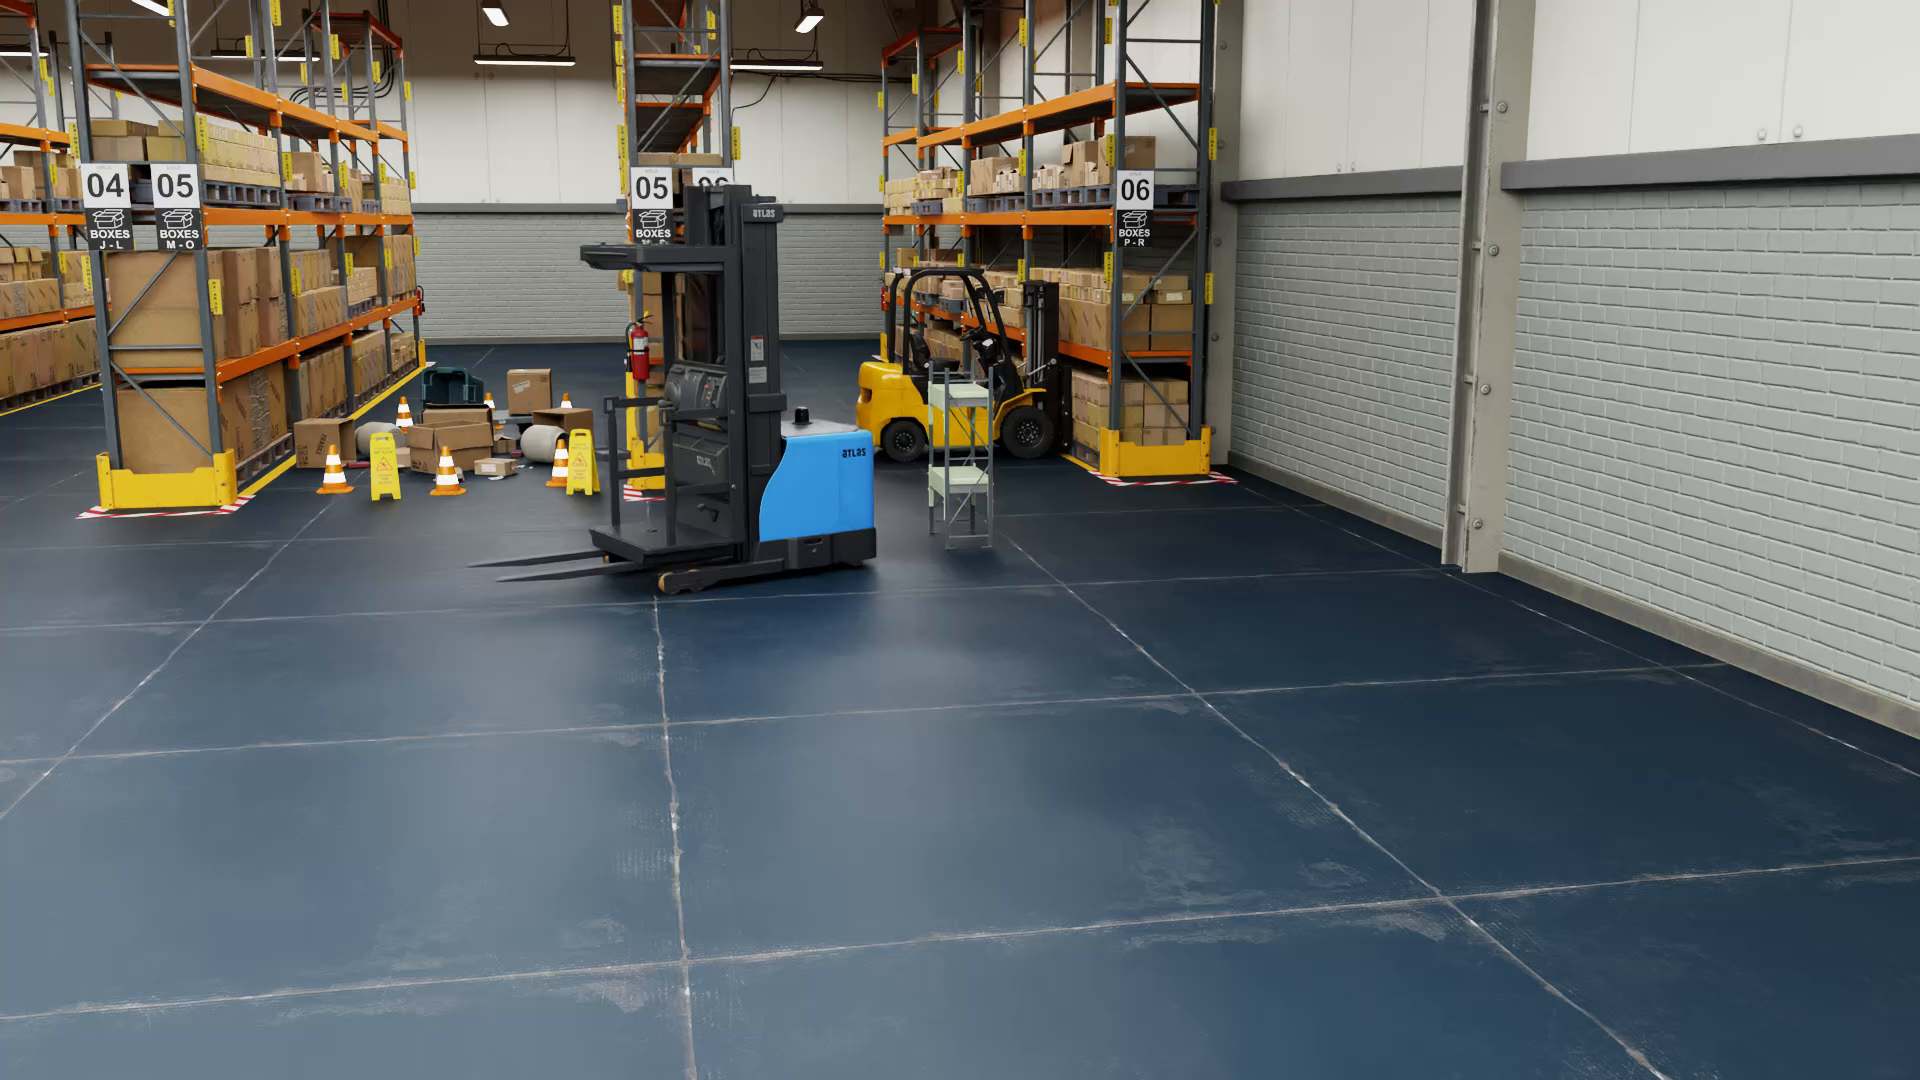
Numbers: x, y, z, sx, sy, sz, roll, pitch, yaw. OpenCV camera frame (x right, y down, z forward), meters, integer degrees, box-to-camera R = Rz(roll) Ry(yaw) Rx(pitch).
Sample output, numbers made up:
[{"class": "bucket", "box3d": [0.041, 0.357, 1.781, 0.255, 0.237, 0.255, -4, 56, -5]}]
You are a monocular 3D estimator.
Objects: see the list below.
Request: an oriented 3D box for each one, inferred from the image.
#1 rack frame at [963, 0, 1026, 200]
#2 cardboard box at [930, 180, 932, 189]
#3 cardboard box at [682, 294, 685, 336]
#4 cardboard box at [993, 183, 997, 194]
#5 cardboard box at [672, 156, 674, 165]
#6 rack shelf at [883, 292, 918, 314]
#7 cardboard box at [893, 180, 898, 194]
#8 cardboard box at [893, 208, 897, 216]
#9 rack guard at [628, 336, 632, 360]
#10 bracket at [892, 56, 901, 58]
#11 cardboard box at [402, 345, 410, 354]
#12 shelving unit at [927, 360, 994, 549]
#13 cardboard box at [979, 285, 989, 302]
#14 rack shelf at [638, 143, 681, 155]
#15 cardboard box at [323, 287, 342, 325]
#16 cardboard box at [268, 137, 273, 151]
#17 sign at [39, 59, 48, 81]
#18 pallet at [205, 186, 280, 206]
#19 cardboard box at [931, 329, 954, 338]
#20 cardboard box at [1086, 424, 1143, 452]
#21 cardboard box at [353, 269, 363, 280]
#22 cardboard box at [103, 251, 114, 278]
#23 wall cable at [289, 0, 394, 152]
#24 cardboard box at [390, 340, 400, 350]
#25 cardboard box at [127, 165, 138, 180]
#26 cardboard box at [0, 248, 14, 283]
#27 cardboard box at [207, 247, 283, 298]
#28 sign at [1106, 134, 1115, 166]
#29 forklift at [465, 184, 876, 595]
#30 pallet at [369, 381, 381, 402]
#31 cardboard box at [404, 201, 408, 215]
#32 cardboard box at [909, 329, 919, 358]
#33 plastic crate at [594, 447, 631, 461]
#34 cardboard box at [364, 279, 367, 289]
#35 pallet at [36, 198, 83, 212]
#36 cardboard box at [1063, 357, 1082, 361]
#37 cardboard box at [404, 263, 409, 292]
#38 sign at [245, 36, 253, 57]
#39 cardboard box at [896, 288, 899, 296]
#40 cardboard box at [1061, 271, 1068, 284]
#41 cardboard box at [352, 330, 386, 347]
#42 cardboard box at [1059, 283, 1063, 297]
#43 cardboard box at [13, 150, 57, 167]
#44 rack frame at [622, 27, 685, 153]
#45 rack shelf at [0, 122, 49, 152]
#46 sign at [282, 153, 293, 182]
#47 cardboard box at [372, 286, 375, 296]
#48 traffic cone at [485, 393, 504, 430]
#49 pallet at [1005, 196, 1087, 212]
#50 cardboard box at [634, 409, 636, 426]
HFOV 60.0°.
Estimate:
[{"class": "rack frame", "box3d": [0.548, -6.615, 24.887, 1.000, 3.000, 0.127, -2, 11, -11]}, {"class": "cardboard box", "box3d": [-0.285, -5.849, 27.368, 0.380, 0.149, 0.250, -2, 11, -11]}, {"class": "cardboard box", "box3d": [-2.789, -2.500, 18.248, 0.500, 0.500, 0.500, -2, 11, -12]}, {"class": "cardboard box", "box3d": [0.664, -4.872, 23.032, 0.380, 0.149, 0.250, -2, 11, -12]}, {"class": "cardboard box", "box3d": [-3.199, -3.956, 17.477, 0.380, 0.149, 0.250, -2, 11, -11]}, {"class": "rack shelf", "box3d": [-0.619, -4.415, 31.296, 1.077, 0.370, 4.000, -2, 11, -11]}, {"class": "cardboard box", "box3d": [-0.977, -6.651, 31.365, 0.500, 0.250, 0.500, -2, 11, -12]}, {"class": "cardboard box", "box3d": [-1.059, -6.227, 31.539, 0.380, 0.149, 0.250, -2, 11, -11]}, {"class": "rack guard", "box3d": [-5.881, -3.731, 32.461, 1.175, 0.500, 0.348, -2, 11, -11]}, {"class": "bracket", "box3d": [-1.621, -10.954, 38.054, 0.076, 0.066, 5.218, -2, 11, -11]}, {"class": "cardboard box", "box3d": [-10.114, -3.432, 29.910, 0.380, 0.149, 0.250, -2, 11, -10]}, {"class": "shelving unit", "box3d": [0.001, -0.736, 14.050, 0.431, 1.500, 0.755, -2, 11, -11]}, {"class": "cardboard box", "box3d": [0.575, -3.562, 23.950, 0.500, 0.250, 0.500, -2, 11, -12]}, {"class": "rack shelf", "box3d": [-5.488, -6.985, 29.821, 1.077, 0.370, 4.000, -2, 11, -11]}, {"class": "cardboard box", "box3d": [-8.710, -3.173, 22.580, 0.500, 0.500, 0.500, -2, 11, -11]}, {"class": "cardboard box", "box3d": [-7.946, -4.450, 18.683, 0.380, 0.149, 0.250, -2, 11, -11]}, {"class": "sign", "box3d": [-14.289, -7.327, 25.916, 0.100, 0.325, 0.005, -2, 11, -11]}, {"class": "pallet", "box3d": [-8.230, -3.835, 18.535, 1.003, 0.211, 1.213, -2, 11, -11]}, {"class": "cardboard box", "box3d": [-0.292, -3.576, 28.787, 0.380, 0.149, 0.250, -2, 11, -13]}, {"class": "cardboard box", "box3d": [1.702, -1.131, 18.349, 0.500, 0.250, 0.500, -2, 11, -11]}, {"class": "cardboard box", "box3d": [-9.412, -4.092, 25.630, 0.380, 0.149, 0.250, -3, 11, -14]}, {"class": "cardboard box", "box3d": [-15.245, -4.955, 29.808, 0.500, 0.500, 0.500, -2, 11, -10]}, {"class": "wall cable", "box3d": [-13.316, -10.284, 35.556, 2.277, 5.999, 0.120, -2, 11, -11]}, {"class": "cardboard box", "box3d": [-9.934, -3.385, 28.869, 0.380, 0.149, 0.250, -2, 11, -10]}, {"class": "cardboard box", "box3d": [-7.998, -3.476, 15.694, 0.380, 0.149, 0.250, -2, 11, -11]}, {"class": "cardboard box", "box3d": [-14.429, -4.046, 24.480, 0.797, 0.503, 0.637, -2, 11, -9]}, {"class": "cardboard box", "box3d": [-8.119, -2.994, 18.613, 0.875, 0.550, 0.550, -2, 11, -11]}, {"class": "sign", "box3d": [1.569, -4.054, 17.293, 0.100, 0.325, 0.005, -2, 11, -11]}, {"class": "forklift", "box3d": [-2.160, -1.151, 12.405, 3.031, 2.935, 1.130, -7, 13, -34]}, {"class": "pallet", "box3d": [-9.541, -2.285, 25.640, 1.003, 0.211, 1.213, -2, 11, -11]}, {"class": "cardboard box", "box3d": [-10.258, -5.989, 30.017, 0.500, 0.250, 0.500, -2, 11, -11]}, {"class": "cardboard box", "box3d": [-0.652, -3.650, 30.912, 0.700, 0.500, 0.500, -3, 11, -13]}, {"class": "plastic crate", "box3d": [-4.042, -1.002, 19.245, 0.402, 0.080, 0.583, -6, 13, -31]}, {"class": "cardboard box", "box3d": [-9.459, -3.994, 25.911, 0.380, 0.149, 0.250, -3, 11, -14]}, {"class": "pallet", "box3d": [-14.968, -5.441, 26.975, 1.003, 0.211, 1.213, -2, 11, -11]}, {"class": "cardboard box", "box3d": [1.611, -2.198, 21.280, 0.500, 0.250, 0.500, -2, 11, -10]}, {"class": "cardboard box", "box3d": [-10.169, -4.691, 29.756, 0.500, 0.500, 0.500, -2, 11, -11]}, {"class": "sign", "box3d": [-9.687, -6.712, 22.684, 0.100, 0.325, 0.005, -2, 11, -11]}, {"class": "cardboard box", "box3d": [-1.012, -4.704, 31.560, 0.380, 0.149, 0.250, -2, 11, -13]}, {"class": "cardboard box", "box3d": [1.425, -3.146, 19.905, 0.380, 0.149, 0.250, -2, 11, -11]}, {"class": "cardboard box", "box3d": [-9.542, -3.242, 26.762, 0.500, 0.250, 0.500, -2, 11, -13]}, {"class": "cardboard box", "box3d": [1.350, -2.999, 19.927, 0.380, 0.149, 0.250, -2, 11, -13]}, {"class": "cardboard box", "box3d": [-14.996, -6.180, 26.956, 0.500, 0.250, 0.500, -3, 11, -15]}, {"class": "rack frame", "box3d": [-5.099, -7.168, 27.789, 1.000, 3.000, 0.127, -2, 11, -11]}, {"class": "rack shelf", "box3d": [-14.430, -5.891, 24.073, 1.077, 0.370, 4.000, -2, 11, -11]}, {"class": "sign", "box3d": [-7.834, -4.342, 19.369, 0.100, 0.325, 0.005, -2, 11, -11]}, {"class": "cardboard box", "box3d": [-9.612, -3.992, 26.696, 0.380, 0.149, 0.250, -2, 11, -11]}, {"class": "traffic cone", "box3d": [-6.194, -1.701, 21.894, 0.336, 0.463, 0.334, -2, 11, -11]}, {"class": "pallet", "box3d": [1.141, -4.476, 22.178, 0.805, 0.209, 1.217, -3, 11, -13]}, {"class": "cardboard box", "box3d": [-3.693, -1.491, 20.239, 0.500, 0.250, 0.500, -3, 11, -14]}]
